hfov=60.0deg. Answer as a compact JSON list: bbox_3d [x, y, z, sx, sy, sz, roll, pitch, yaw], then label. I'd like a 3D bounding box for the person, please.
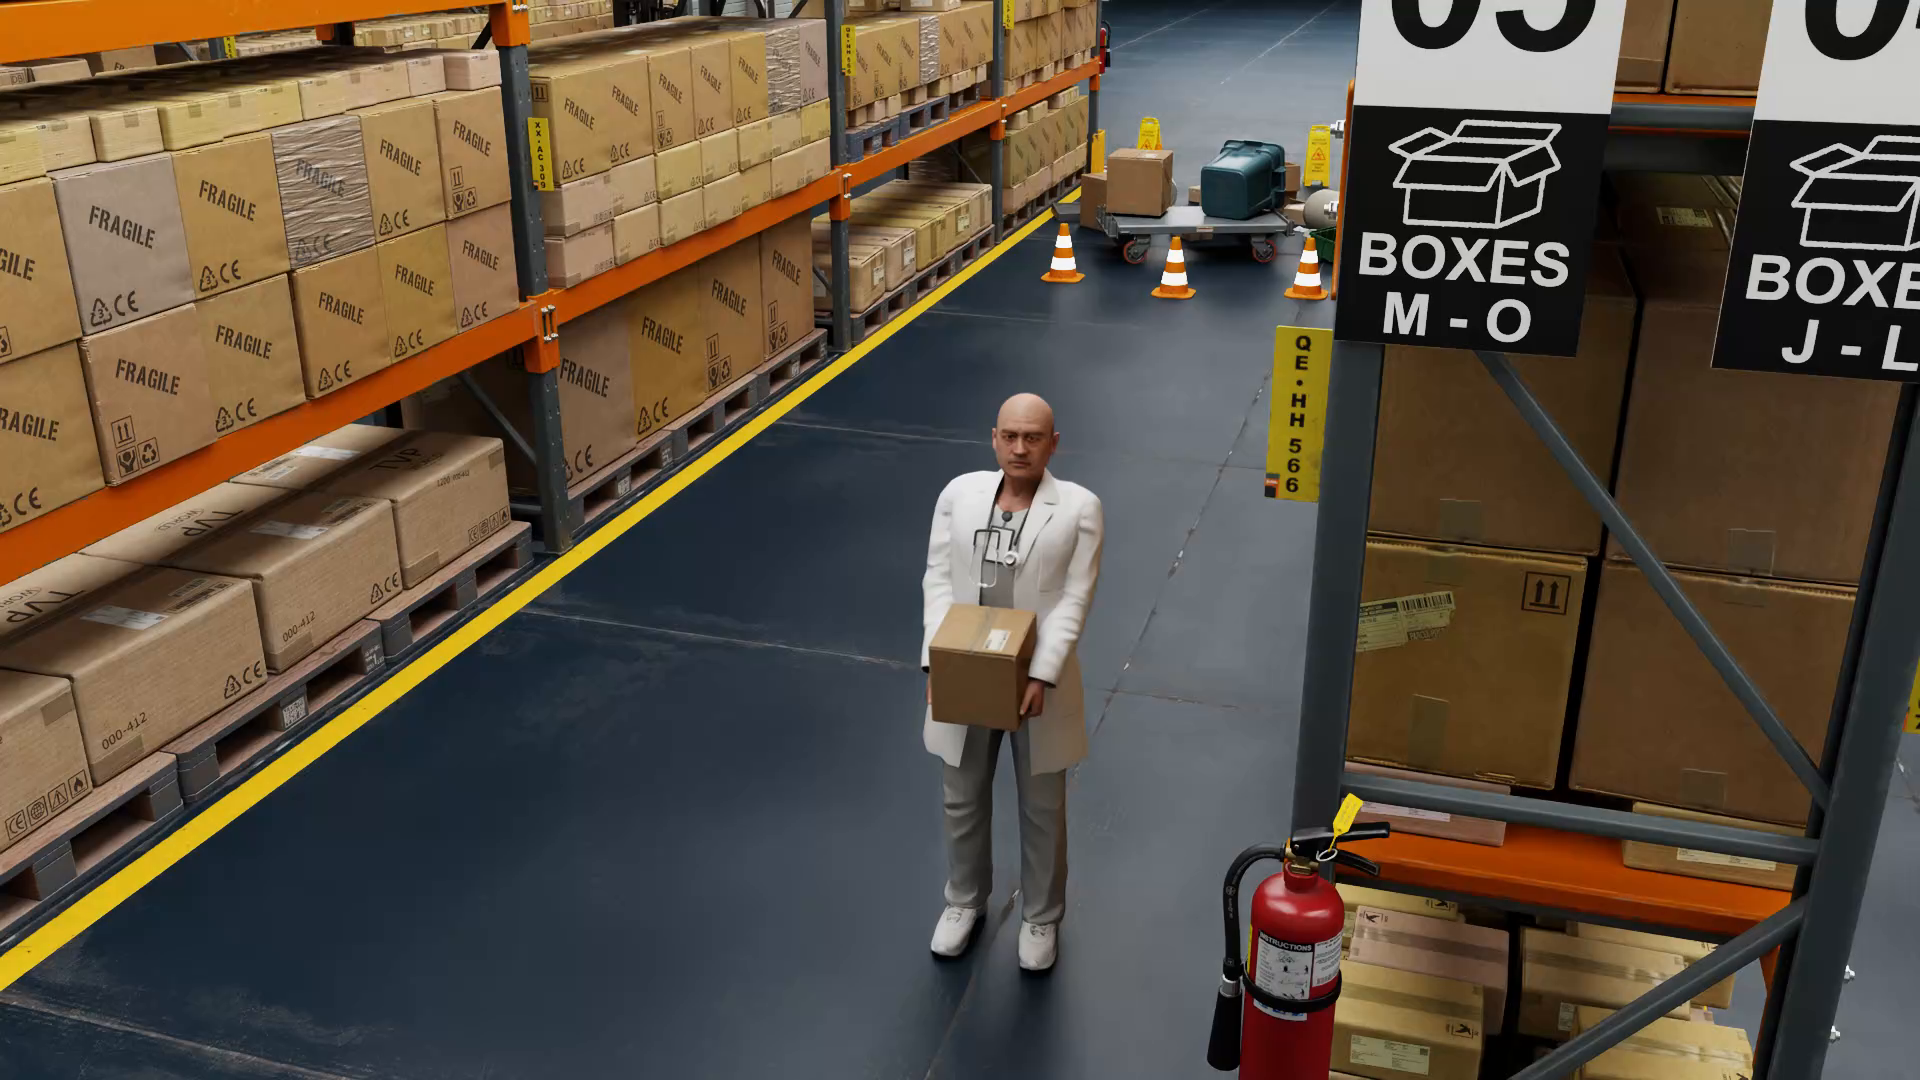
[{"bbox_3d":[0.125,0.467,4.937,0.530,1.769,0.562,6,22,14],"label":"person"}]
